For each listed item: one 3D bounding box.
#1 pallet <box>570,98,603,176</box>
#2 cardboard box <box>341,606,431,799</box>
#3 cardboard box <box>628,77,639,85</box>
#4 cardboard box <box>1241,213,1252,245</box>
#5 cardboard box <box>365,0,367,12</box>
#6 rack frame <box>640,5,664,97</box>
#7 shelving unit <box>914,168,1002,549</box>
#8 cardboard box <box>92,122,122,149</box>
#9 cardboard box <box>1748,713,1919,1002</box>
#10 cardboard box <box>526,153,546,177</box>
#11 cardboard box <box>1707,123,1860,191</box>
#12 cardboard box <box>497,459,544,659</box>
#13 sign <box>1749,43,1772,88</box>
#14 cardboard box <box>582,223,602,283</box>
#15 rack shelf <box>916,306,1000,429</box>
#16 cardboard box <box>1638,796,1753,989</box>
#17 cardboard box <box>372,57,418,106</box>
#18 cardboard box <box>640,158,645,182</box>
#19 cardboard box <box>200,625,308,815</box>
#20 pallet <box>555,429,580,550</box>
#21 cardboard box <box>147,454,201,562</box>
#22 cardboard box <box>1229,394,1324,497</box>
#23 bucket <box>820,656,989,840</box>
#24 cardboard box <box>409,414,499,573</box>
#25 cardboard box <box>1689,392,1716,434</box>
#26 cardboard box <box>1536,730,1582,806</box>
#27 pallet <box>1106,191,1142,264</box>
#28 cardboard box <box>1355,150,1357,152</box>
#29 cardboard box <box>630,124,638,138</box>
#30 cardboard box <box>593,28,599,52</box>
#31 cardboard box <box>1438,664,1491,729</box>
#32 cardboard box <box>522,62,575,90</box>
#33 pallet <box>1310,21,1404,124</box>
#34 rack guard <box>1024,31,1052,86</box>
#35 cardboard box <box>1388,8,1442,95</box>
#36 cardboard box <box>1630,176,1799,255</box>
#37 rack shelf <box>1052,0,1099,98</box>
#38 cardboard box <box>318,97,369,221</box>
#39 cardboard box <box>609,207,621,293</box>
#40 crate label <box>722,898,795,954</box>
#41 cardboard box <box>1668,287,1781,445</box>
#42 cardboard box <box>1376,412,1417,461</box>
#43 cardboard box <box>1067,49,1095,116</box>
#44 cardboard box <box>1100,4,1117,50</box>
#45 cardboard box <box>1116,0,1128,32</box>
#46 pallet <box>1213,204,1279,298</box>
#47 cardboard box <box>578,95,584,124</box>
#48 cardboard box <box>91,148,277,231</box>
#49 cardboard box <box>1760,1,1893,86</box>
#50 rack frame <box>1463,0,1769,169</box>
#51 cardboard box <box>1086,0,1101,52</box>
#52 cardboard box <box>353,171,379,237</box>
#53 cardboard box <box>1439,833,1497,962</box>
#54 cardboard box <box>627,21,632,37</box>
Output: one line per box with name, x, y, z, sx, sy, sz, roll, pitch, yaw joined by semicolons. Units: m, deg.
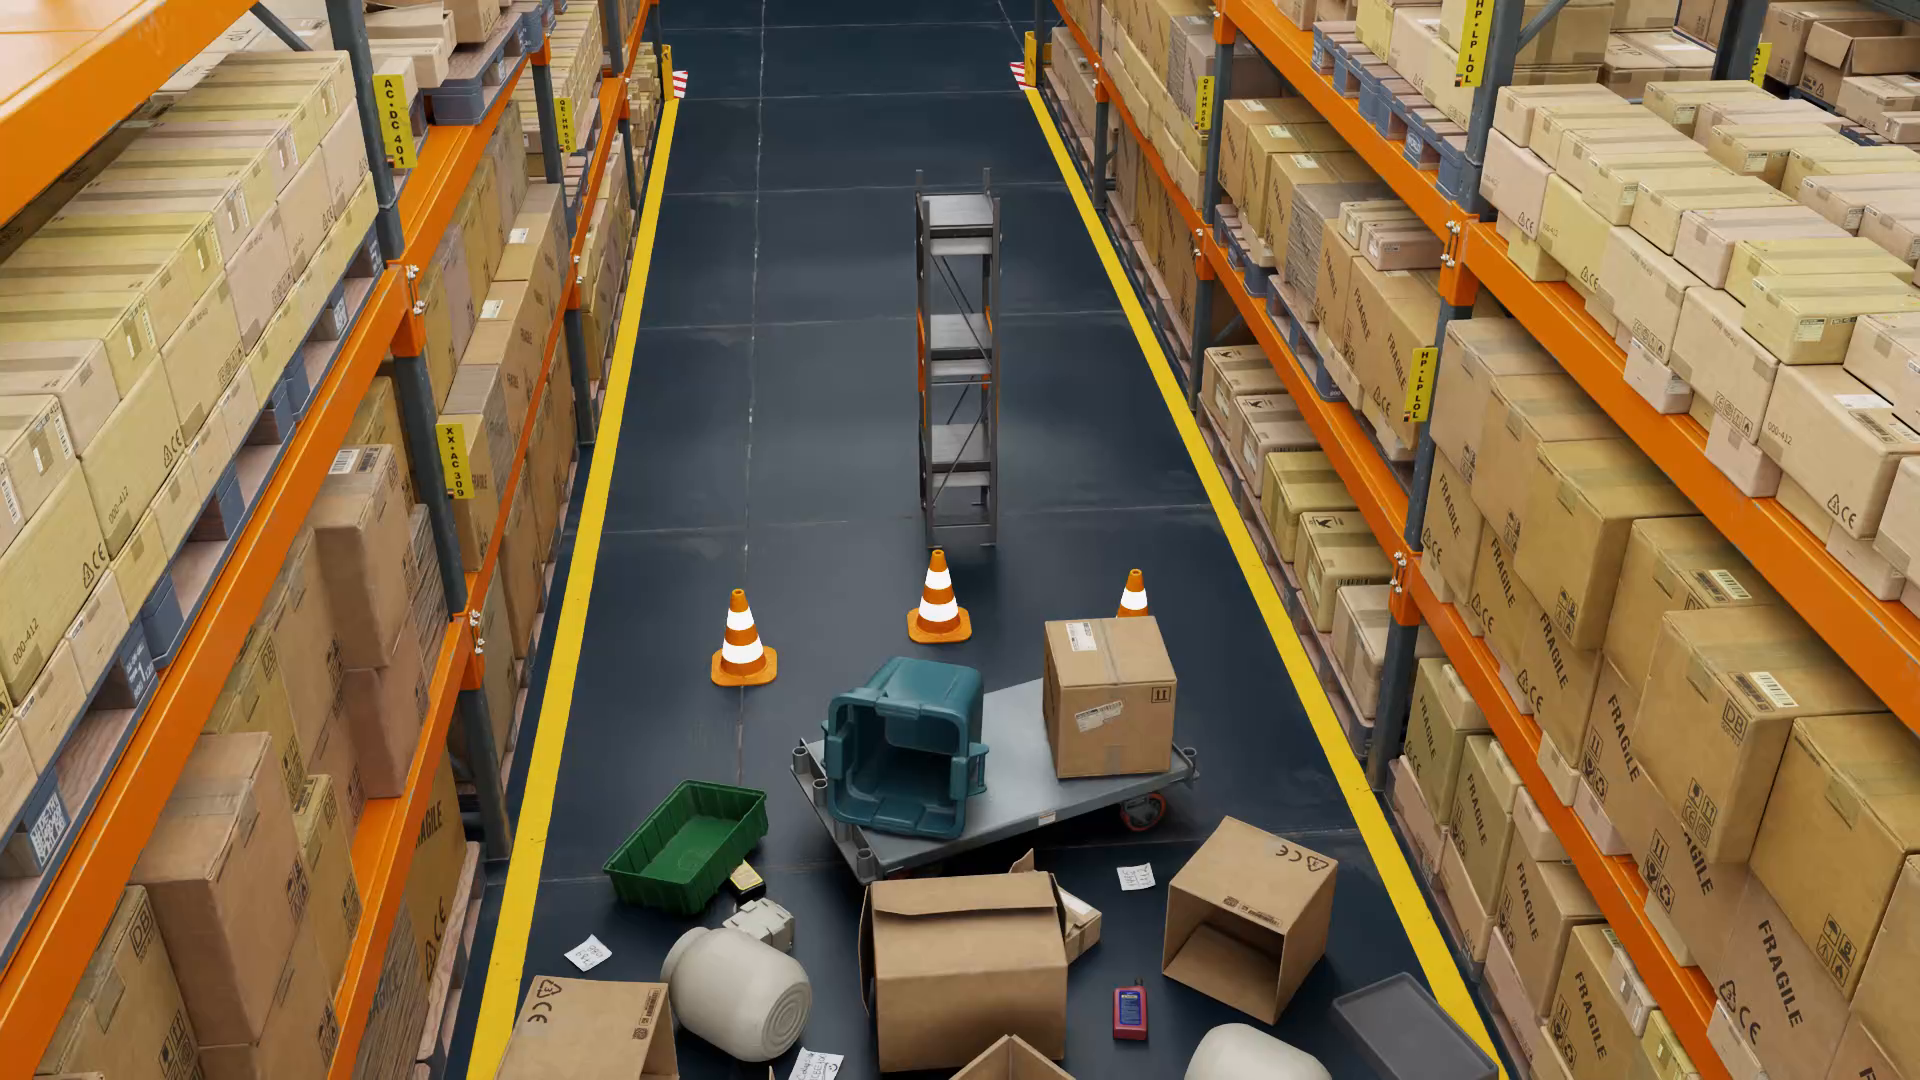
pallet;-3.098;-2.838;11.764;1.003;0.211;1.213;-3;31;-5
cardboard box;-2.379;0.533;5.786;0.875;0.550;0.550;-3;31;-5
cardboard box;-3.245;-4.283;15.787;0.380;0.149;0.250;-4;31;-6
cardboard box;1.864;-1.810;9.692;0.380;0.149;0.250;-5;31;-8
cardboard box;-2.929;-2.487;7.643;0.500;0.311;0.500;-3;31;-5
rack frame;-3.620;-5.996;16.864;1.000;3.000;0.127;-3;31;-5
shelving unit;-0.015;-0.986;9.354;0.431;2.100;0.503;-3;31;-5
cardboard box;-2.778;-1.283;5.008;0.380;0.149;0.250;-3;31;-5
cardboard box;2.489;0.775;4.166;0.700;0.500;0.500;-2;31;-4
cardboard box;-2.718;-2.368;10.336;0.380;0.149;0.250;-1;31;-2
cardboard box;2.703;-1.263;5.482;0.380;0.149;0.250;-2;31;-3
cardboard box;-2.733;0.110;8.425;1.050;0.750;0.750;-3;31;-5
sign;2.960;-1.698;6.239;0.100;0.325;0.005;-3;31;-5
cardboard box;-2.743;-1.964;11.410;0.500;0.250;0.500;-3;31;-5
rack shelf;-0.015;-0.974;9.361;0.431;0.518;0.480;-3;31;-5
cardboard box;2.383;0.938;4.868;0.500;0.500;0.500;-3;31;-5
cardboard box;-2.349;-1.814;6.676;0.250;0.149;0.380;-3;31;-5
cardboard box;-2.985;-3.248;14.633;0.380;0.149;0.250;-2;31;-3
cardboard box;-2.361;0.620;4.588;0.875;0.550;0.500;-3;31;-5
pallet;-2.874;-0.309;10.061;1.003;0.211;1.213;-3;31;-5
cardboard box;-1.956;-0.065;3.748;0.380;0.149;0.250;-3;31;-5
cardboard box;2.166;-0.588;9.962;0.950;0.372;0.625;-3;31;-6
bucket;-0.191;0.842;7.126;0.726;0.611;0.620;8;22;13
cardboard box;-2.280;-0.194;7.053;0.500;0.500;0.500;-2;31;-4
cardboard box;2.348;-0.379;4.779;0.380;0.149;0.250;-3;31;-4
cardboard box;2.240;0.779;5.766;0.380;0.149;0.250;-3;31;-4
pallet;1.820;-2.655;13.990;1.003;0.211;1.213;-3;31;-5
cardboard box;2.425;-2.069;9.493;0.500;0.500;0.500;-3;31;-5
cardboard box;-3.158;-3.766;15.210;0.380;0.149;0.250;-1;31;-2
cardboard box;-2.987;-3.826;12.776;0.380;0.149;0.250;-3;31;-4
cardboard box;2.158;0.622;6.692;0.380;0.149;0.250;-2;31;-4
cardboard box;-2.847;-3.156;11.364;0.380;0.149;0.250;-2;31;-3
pallet;2.368;-2.215;7.792;1.213;0.211;1.003;-3;31;-5
rack guard;1.297;-5.224;18.009;1.175;0.500;0.348;-3;31;-5
cardboard box;2.179;-2.112;7.173;0.500;0.250;0.500;-2;31;-4
cardboard box;2.265;-0.978;5.005;0.380;0.149;0.250;-4;31;-6
rack shelf;1.486;-4.955;15.823;1.077;0.370;4.000;-3;31;-5
cardboard box;-2.197;-1.205;5.267;0.500;0.250;0.500;-3;31;-5
cardboard box;-2.835;-2.172;12.489;0.500;0.500;0.500;-3;31;-6
crate label;-0.841;1.624;6.898;0.250;0.136;0.298;27;40;37
cardboard box;2.329;-0.495;4.585;0.500;0.250;0.500;-2;31;-4
cardboard box;2.097;-0.480;7.465;0.380;0.149;0.250;-2;31;-4
cardboard box;1.554;-4.566;16.559;0.875;0.438;0.875;-2;31;-3
cardboard box;1.433;-4.155;13.440;0.500;0.250;0.500;-4;31;-6
cardboard box;1.503;-4.218;12.815;0.500;0.500;0.500;-3;31;-5
pallet;2.219;-1.760;9.958;1.213;0.211;1.003;-3;31;-5
cardboard box;-2.862;-3.032;11.737;0.380;0.149;0.250;-4;31;-6
cardboard box;-2.052;-0.927;4.412;0.380;0.149;0.250;-3;31;-4
cardboard box;6.558;-3.783;12.652;0.700;0.500;0.500;-3;31;-5
rack frame;2.420;-2.734;5.552;1.000;3.000;0.127;-3;31;-5
cardboard box;1.375;-4.510;14.279;0.500;0.500;0.500;-2;31;-4
cardboard box;-2.146;-1.102;5.483;0.380;0.149;0.250;-3;31;-5
cardboard box;2.267;1.428;6.707;0.500;0.250;0.500;-1;31;-2
cardboard box;-3.100;-4.540;14.670;0.380;0.149;0.250;-2;31;-4
